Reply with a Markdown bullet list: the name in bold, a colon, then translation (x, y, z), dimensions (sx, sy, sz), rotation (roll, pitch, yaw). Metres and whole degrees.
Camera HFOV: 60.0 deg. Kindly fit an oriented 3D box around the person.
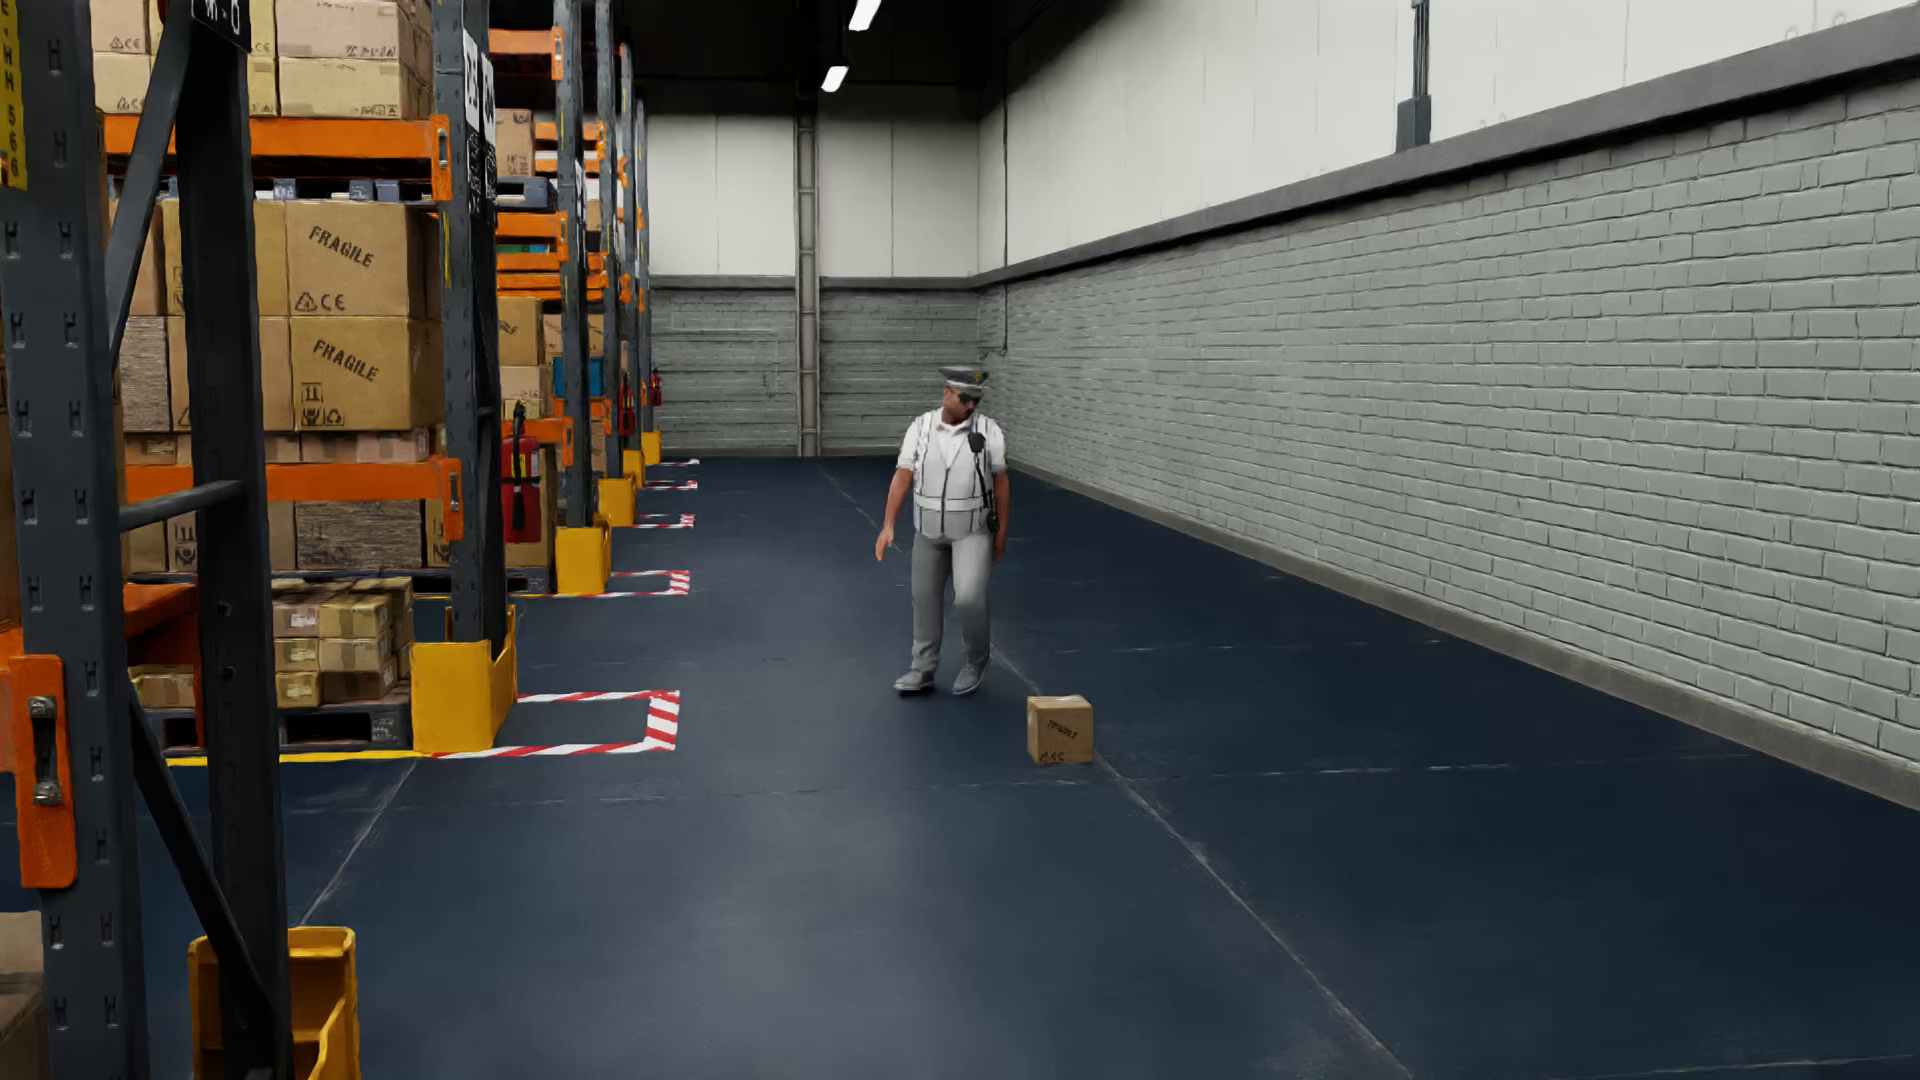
- **person**: translation (-0.078, -0.044, 8.601), dimensions (0.626, 1.711, 0.524), rotation (2, 7, 18)
